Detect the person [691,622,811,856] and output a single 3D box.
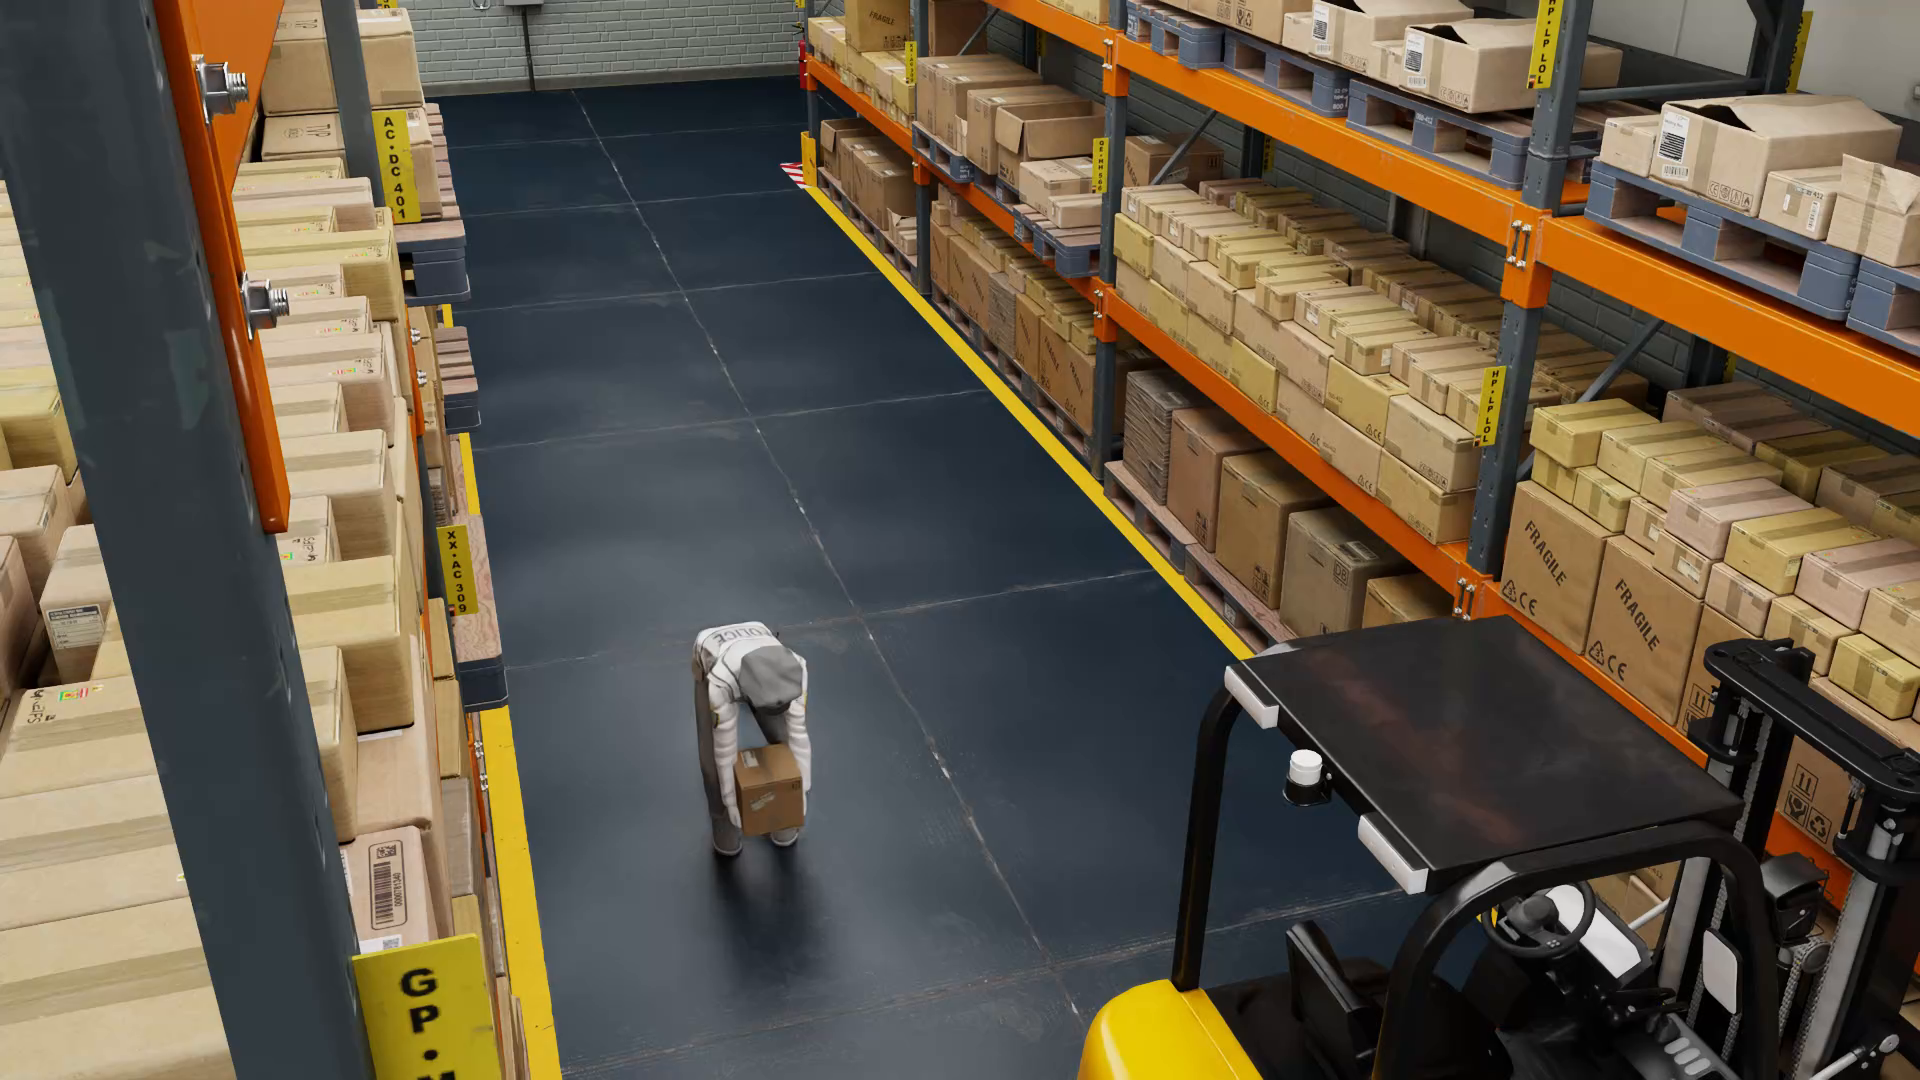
[{"bbox_3d":[-0.851,0.845,6.926,0.428,1.215,0.903,-9,28,-18],"label":"person"}]
